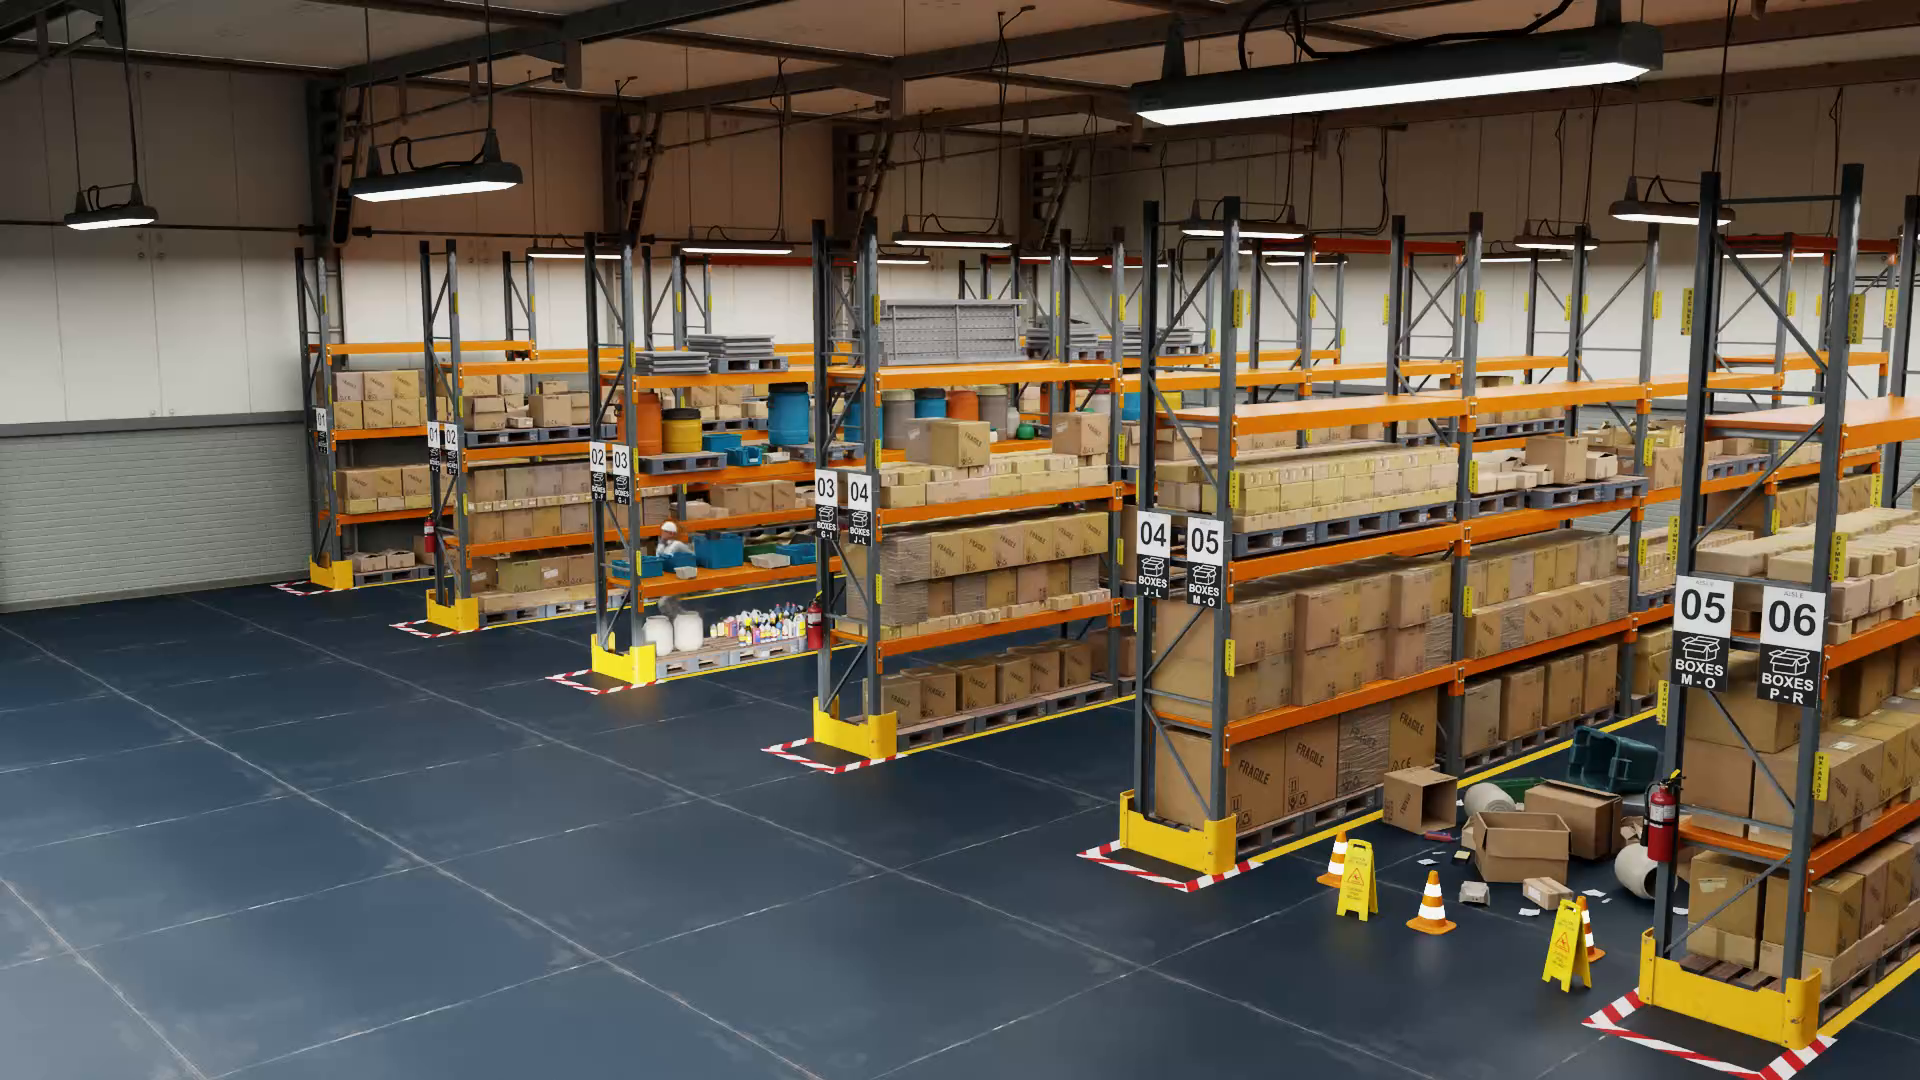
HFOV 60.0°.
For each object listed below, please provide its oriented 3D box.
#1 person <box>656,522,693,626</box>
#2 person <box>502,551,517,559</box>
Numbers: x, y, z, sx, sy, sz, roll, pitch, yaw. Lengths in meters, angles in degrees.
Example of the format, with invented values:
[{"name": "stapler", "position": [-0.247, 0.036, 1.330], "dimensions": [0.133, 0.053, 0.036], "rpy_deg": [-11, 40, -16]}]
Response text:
[{"name": "person", "position": [-4.378, 0.631, 25.072], "dimensions": [0.635, 1.821, 0.755], "rpy_deg": [8, 12, 44]}, {"name": "person", "position": [-7.707, 0.095, 28.710], "dimensions": [0.618, 1.615, 0.718], "rpy_deg": [7, 11, 41]}]
